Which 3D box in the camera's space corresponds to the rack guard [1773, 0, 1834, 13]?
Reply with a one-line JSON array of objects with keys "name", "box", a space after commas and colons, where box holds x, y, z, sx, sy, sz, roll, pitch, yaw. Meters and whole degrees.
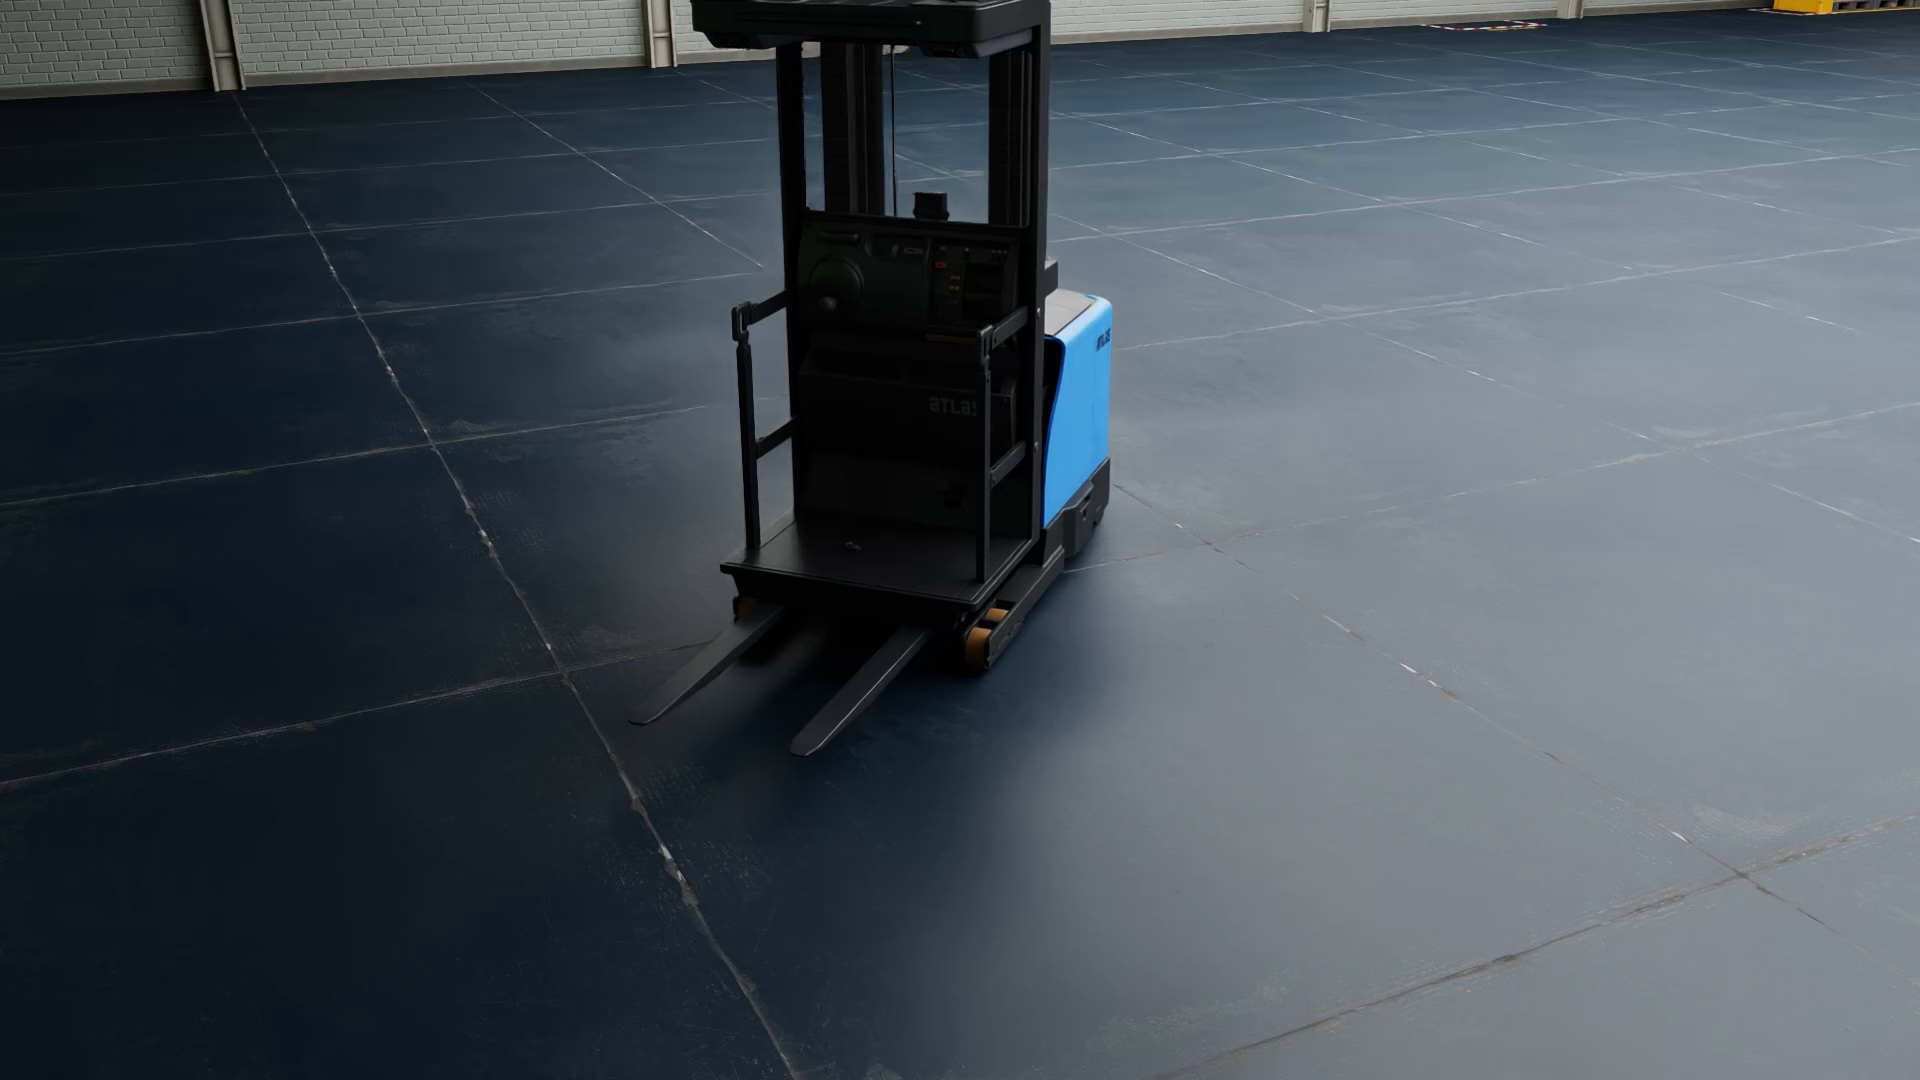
[{"name": "rack guard", "box": [16.973, -10.902, 33.434, 0.348, 0.500, 1.175, -10, 25, -24]}]

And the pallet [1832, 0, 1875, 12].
[{"name": "pallet", "box": [17.721, -10.891, 33.785, 1.213, 0.211, 1.003, -10, 25, -24]}]

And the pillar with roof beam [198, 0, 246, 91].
[{"name": "pillar with roof beam", "box": [-8.004, -8.771, 17.172, 0.400, 9.000, 9.100, -10, 25, -24]}]

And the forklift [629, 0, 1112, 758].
[{"name": "forklift", "box": [-0.282, -1.025, 6.394, 1.130, 2.935, 3.031, 8, 24, 19]}]

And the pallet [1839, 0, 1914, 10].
[{"name": "pallet", "box": [18.818, -11.092, 34.270, 1.213, 0.211, 1.003, -10, 25, -24]}]

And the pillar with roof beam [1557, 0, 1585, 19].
[{"name": "pillar with roof beam", "box": [13.621, -12.752, 26.790, 0.400, 9.000, 9.100, -10, 25, -24]}]

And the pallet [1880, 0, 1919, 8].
[{"name": "pallet", "box": [19.919, -11.296, 34.763, 1.213, 0.211, 1.003, -10, 25, -24]}]

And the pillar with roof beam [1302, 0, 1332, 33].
[{"name": "pillar with roof beam", "box": [8.215, -11.756, 24.385, 0.400, 9.000, 9.100, -10, 25, -24]}]

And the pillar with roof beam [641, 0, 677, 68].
[{"name": "pillar with roof beam", "box": [-2.598, -9.766, 19.577, 0.400, 9.000, 9.100, -10, 25, -24]}]
